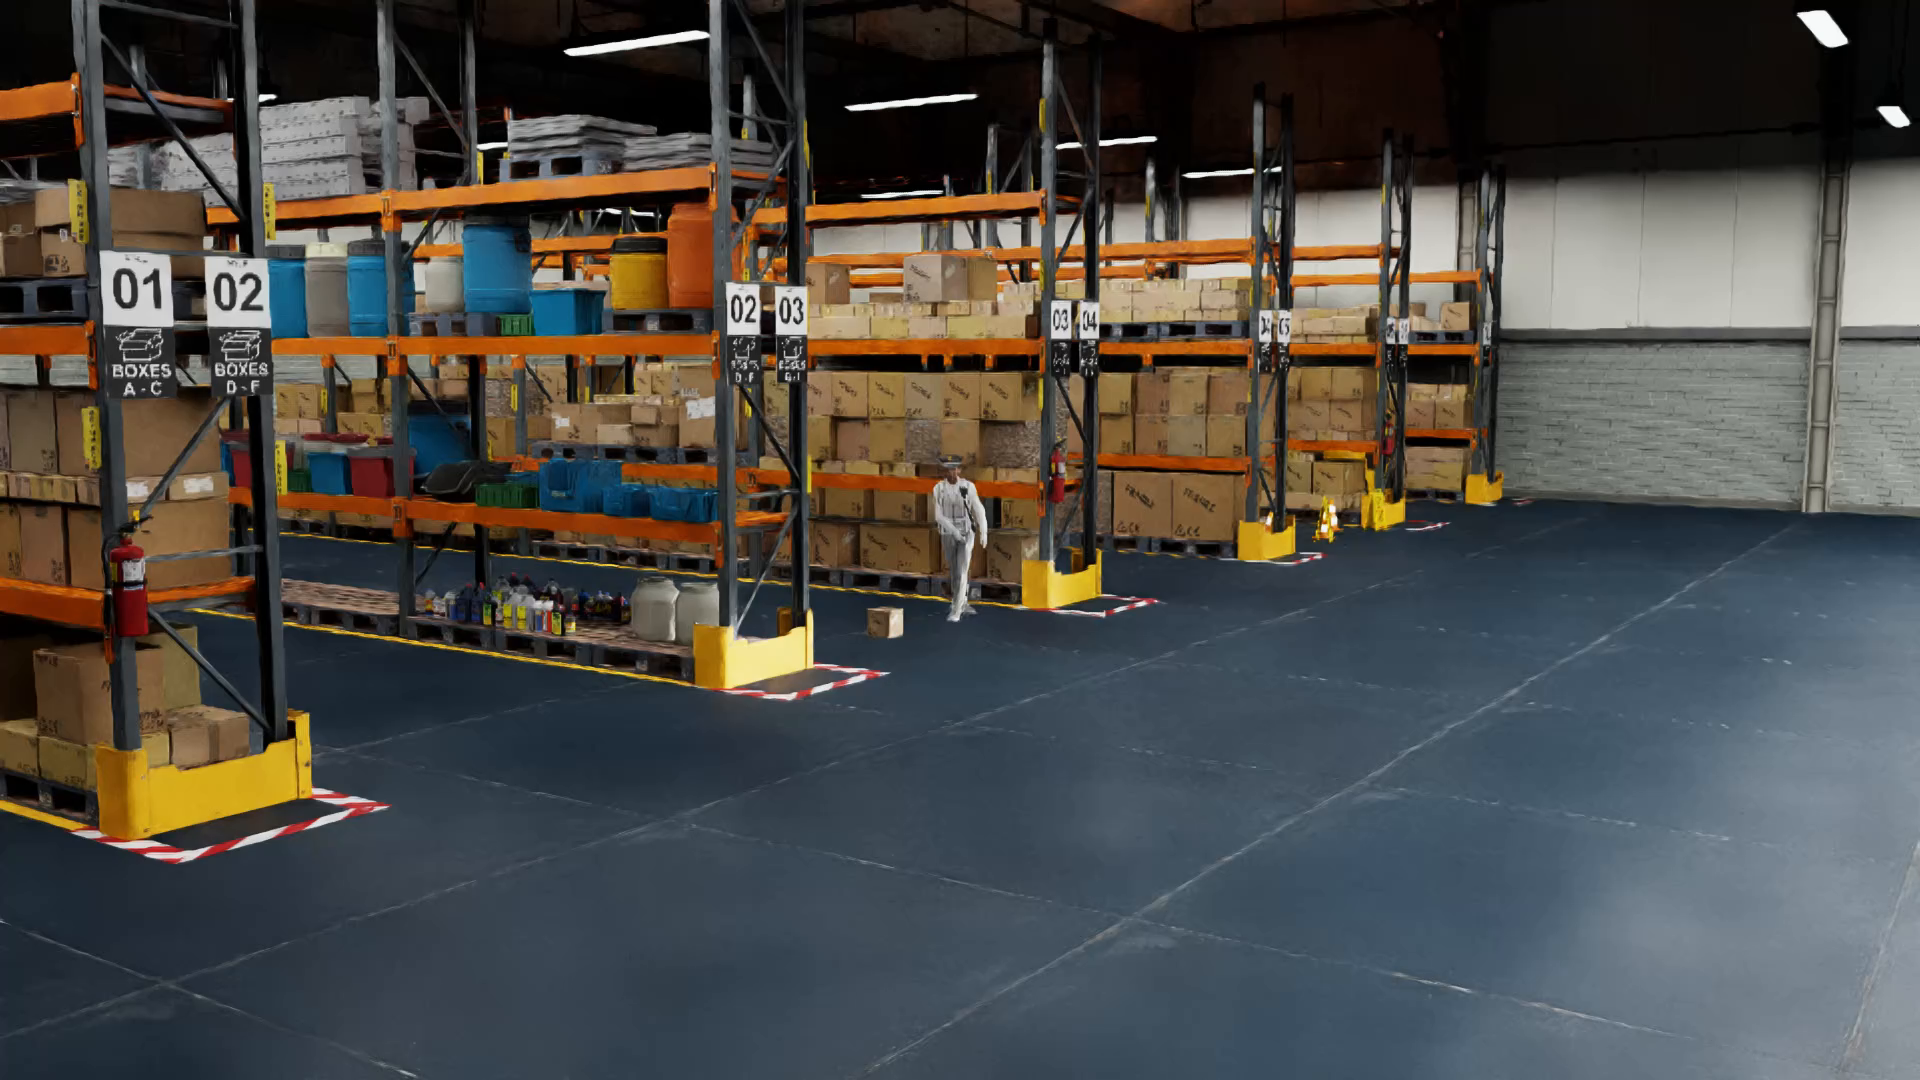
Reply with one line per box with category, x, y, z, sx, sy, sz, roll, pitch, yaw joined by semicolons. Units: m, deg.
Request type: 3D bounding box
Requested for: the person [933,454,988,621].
person;-0.004;-0.044;16.577;0.523;1.640;0.744;1;7;13
